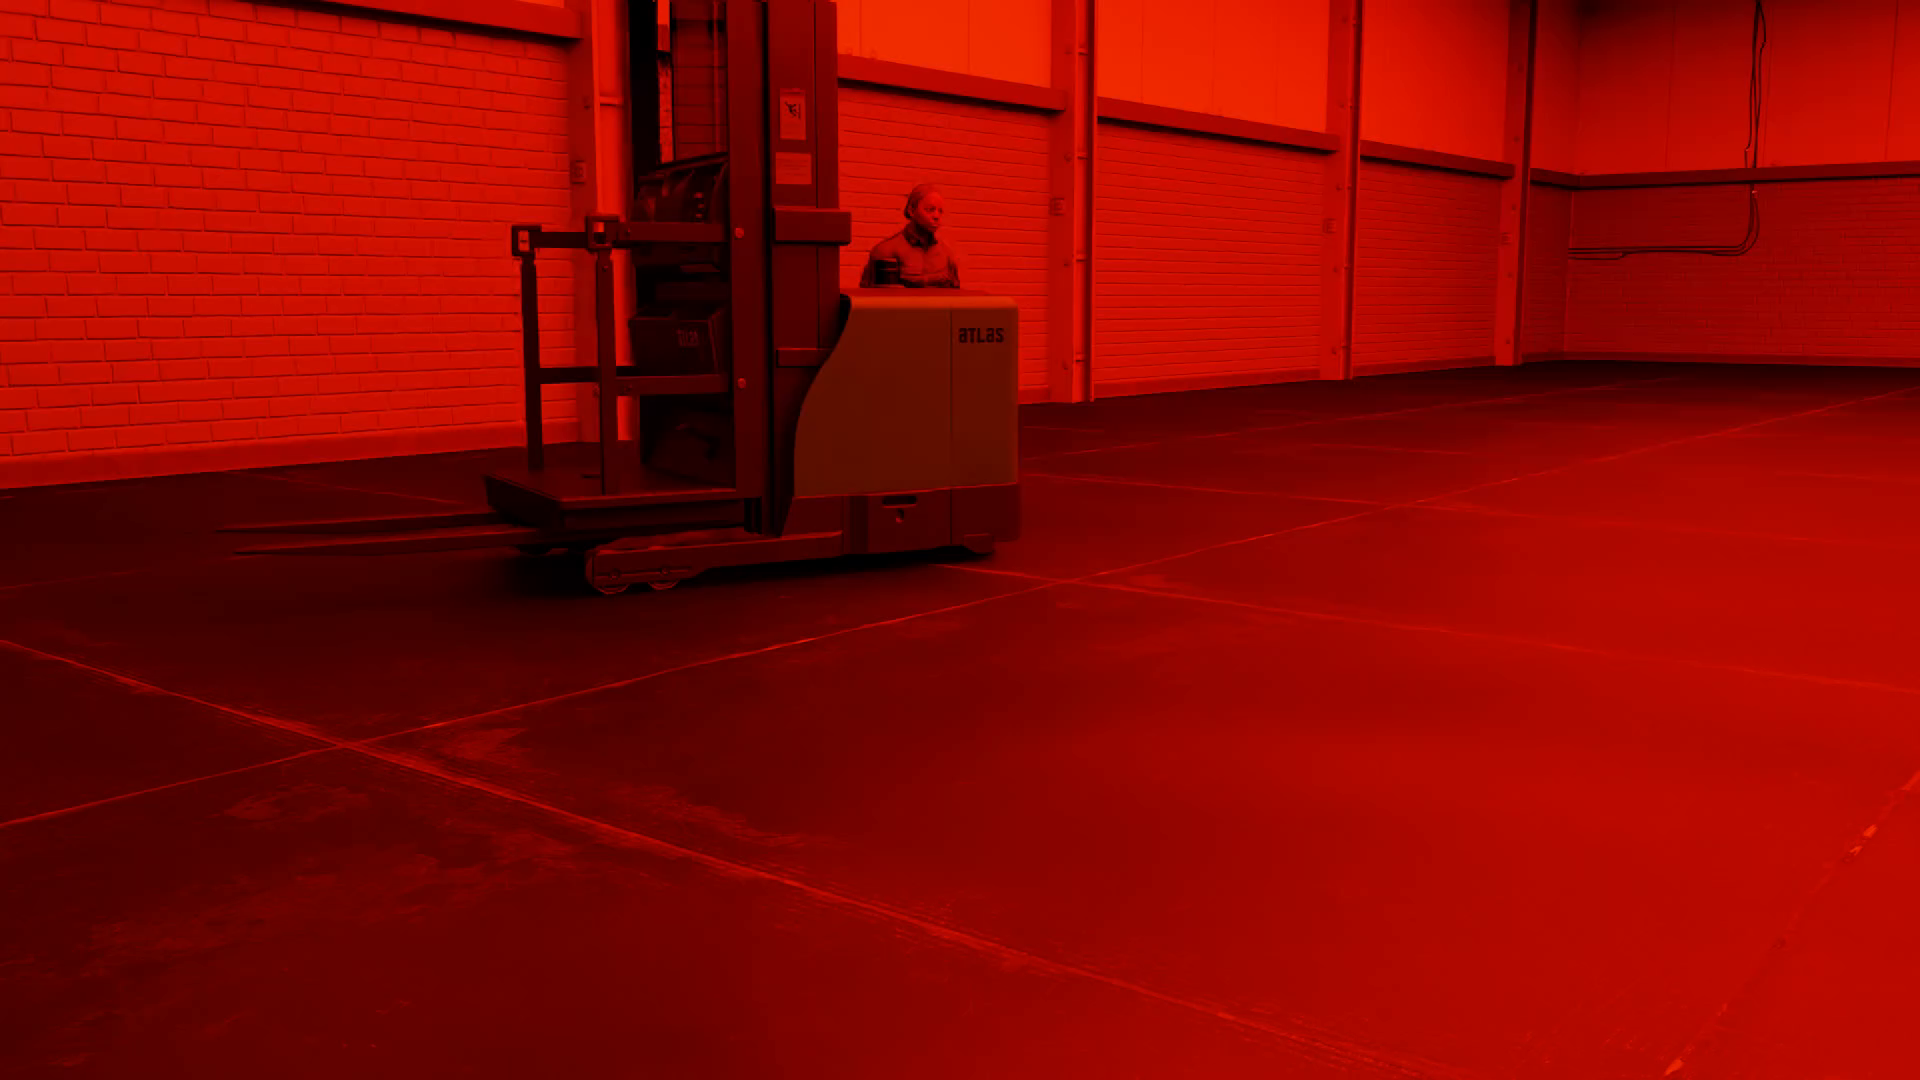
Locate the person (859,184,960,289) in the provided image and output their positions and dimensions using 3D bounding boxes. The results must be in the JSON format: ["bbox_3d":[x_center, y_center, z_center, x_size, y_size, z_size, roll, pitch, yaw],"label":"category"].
[{"bbox_3d":[-0.168,-0.918,8.106,0.748,1.608,0.435,-6,10,-34],"label":"person"}]

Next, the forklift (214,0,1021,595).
[{"bbox_3d":[-1.282,-1.338,6.429,3.031,2.935,1.130,-5,10,-29],"label":"forklift"}]
